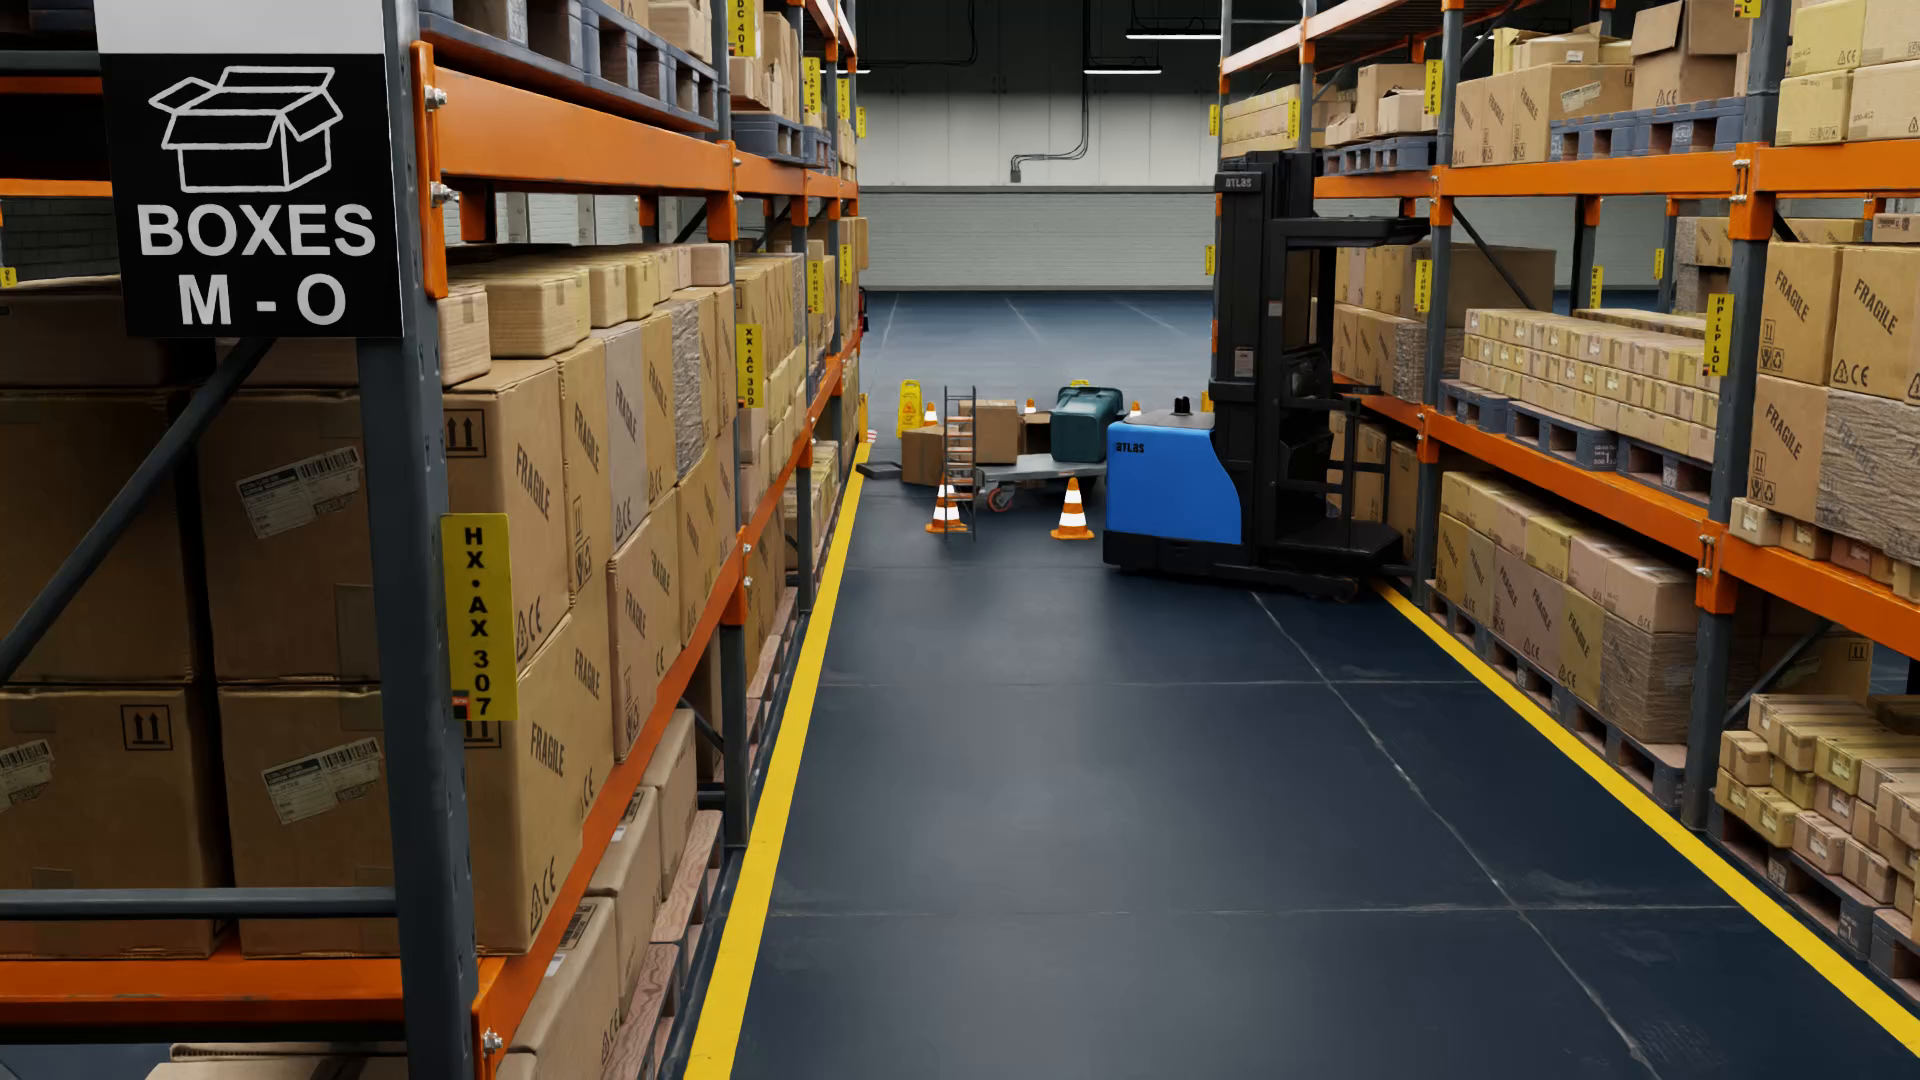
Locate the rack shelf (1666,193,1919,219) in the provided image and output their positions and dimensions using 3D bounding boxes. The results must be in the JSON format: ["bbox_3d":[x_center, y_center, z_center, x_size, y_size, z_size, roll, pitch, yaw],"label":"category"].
[{"bbox_3d":[8.329,-3.357,16.327,1.077,0.370,4.000,0,11,-1],"label":"rack shelf"}]

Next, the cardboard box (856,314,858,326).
[{"bbox_3d":[-1.283,-2.350,17.730,0.380,0.149,0.250,0,11,-2],"label":"cardboard box"}]

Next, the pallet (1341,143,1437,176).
[{"bbox_3d":[3.399,-2.774,12.120,1.003,0.211,1.213,0,11,1],"label":"pallet"}]

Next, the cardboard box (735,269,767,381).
[{"bbox_3d":[-1.132,-0.940,7.381,0.500,0.500,0.500,0,11,-1],"label":"cardboard box"}]

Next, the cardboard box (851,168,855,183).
[{"bbox_3d":[-1.295,-3.824,17.453,0.380,0.149,0.250,0,11,-1],"label":"cardboard box"}]

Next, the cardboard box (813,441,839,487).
[{"bbox_3d":[-1.524,-0.615,14.099,0.950,0.372,0.625,0,11,0],"label":"cardboard box"}]

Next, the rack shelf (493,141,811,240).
[{"bbox_3d":[-1.414,-1.726,8.288,1.077,0.370,4.000,0,11,-1],"label":"rack shelf"}]

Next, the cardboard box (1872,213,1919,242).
[{"bbox_3d":[8.247,-2.183,13.712,1.000,1.000,1.000,0,11,-1],"label":"cardboard box"}]

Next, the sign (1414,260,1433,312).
[{"bbox_3d":[2.937,-1.611,10.544,0.100,0.325,0.005,0,11,-1],"label":"sign"}]

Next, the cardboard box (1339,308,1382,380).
[{"bbox_3d":[3.180,-1.484,12.580,0.500,0.500,0.500,0,11,0],"label":"cardboard box"}]

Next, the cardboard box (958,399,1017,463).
[{"bbox_3d":[0.241,-0.961,14.633,0.500,0.500,0.500,0,11,-1],"label":"cardboard box"}]

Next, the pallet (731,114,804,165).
[{"bbox_3d":[-1.363,-2.034,8.470,1.003,0.211,1.213,0,11,1],"label":"pallet"}]

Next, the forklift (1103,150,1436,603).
[{"bbox_3d":[2.559,-1.142,11.319,3.031,2.935,1.130,7,13,29],"label":"forklift"}]

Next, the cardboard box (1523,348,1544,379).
[{"bbox_3d":[3.327,-0.972,9.131,0.380,0.149,0.250,0,11,-1],"label":"cardboard box"}]

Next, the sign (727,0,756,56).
[{"bbox_3d":[-0.818,-1.976,6.210,0.100,0.325,0.005,0,11,-1],"label":"sign"}]

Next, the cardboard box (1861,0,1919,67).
[{"bbox_3d":[3.350,-1.697,5.457,0.500,0.250,0.500,0,11,-1],"label":"cardboard box"}]

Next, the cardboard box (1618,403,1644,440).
[{"bbox_3d":[3.354,-0.563,7.867,0.380,0.149,0.250,-1,11,-4],"label":"cardboard box"}]

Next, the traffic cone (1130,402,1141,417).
[{"bbox_3d":[1.918,-1.282,18.216,0.336,0.463,0.334,0,11,-1],"label":"traffic cone"}]

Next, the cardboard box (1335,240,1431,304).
[{"bbox_3d":[3.438,-2.180,13.493,0.700,0.500,0.500,0,11,-2],"label":"cardboard box"}]

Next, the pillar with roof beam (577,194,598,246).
[{"bbox_3d":[-3.537,-8.969,34.636,9.100,9.000,0.548,0,11,-1],"label":"pillar with roof beam"}]

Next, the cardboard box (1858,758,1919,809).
[{"bbox_3d":[3.404,0.874,5.822,0.380,0.149,0.250,-1,11,-3],"label":"cardboard box"}]

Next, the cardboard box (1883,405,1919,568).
[{"bbox_3d":[3.325,-0.148,5.246,0.500,0.500,0.500,0,11,-2],"label":"cardboard box"}]

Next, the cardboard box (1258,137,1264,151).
[{"bbox_3d":[3.054,-3.768,15.867,0.380,0.149,0.250,0,11,-2],"label":"cardboard box"}]

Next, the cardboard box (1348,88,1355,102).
[{"bbox_3d":[3.730,-4.009,15.050,0.380,0.149,0.250,0,11,-2],"label":"cardboard box"}]

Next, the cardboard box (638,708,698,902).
[{"bbox_3d":[-1.467,0.964,6.151,0.875,0.438,0.875,0,11,-2],"label":"cardboard box"}]

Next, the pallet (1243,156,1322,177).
[{"bbox_3d":[3.380,-3.673,16.298,1.003,0.211,1.213,0,11,-1],"label":"pallet"}]

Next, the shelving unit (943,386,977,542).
[{"bbox_3d":[0.000,-0.591,12.954,0.258,1.200,0.189,0,11,-1],"label":"shelving unit"}]

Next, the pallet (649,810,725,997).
[{"bbox_3d":[-1.435,1.307,6.086,1.003,0.211,1.213,0,11,-1],"label":"pallet"}]

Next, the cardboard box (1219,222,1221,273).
[{"bbox_3d":[3.295,-3.166,18.026,0.875,0.550,0.550,0,11,-1],"label":"cardboard box"}]

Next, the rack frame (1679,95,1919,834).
[{"bbox_3d":[3.575,-0.252,6.754,1.000,3.000,0.127,0,11,-1],"label":"rack frame"}]

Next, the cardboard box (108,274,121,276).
[{"bbox_3d":[-1.580,-0.495,3.557,0.380,0.149,0.250,0,11,0],"label":"cardboard box"}]

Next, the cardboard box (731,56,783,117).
[{"bbox_3d":[-1.060,-2.186,8.026,0.396,0.266,0.258,1,11,4],"label":"cardboard box"}]

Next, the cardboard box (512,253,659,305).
[{"bbox_3d":[-1.085,-0.754,4.832,0.380,0.149,0.250,0,11,-2],"label":"cardboard box"}]

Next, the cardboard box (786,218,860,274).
[{"bbox_3d":[-1.302,-2.776,15.684,0.700,0.500,0.500,0,11,-2],"label":"cardboard box"}]

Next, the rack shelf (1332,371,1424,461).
[{"bbox_3d":[3.451,-1.092,12.705,1.077,0.370,4.000,0,11,-1],"label":"rack shelf"}]

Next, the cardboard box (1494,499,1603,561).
[{"bbox_3d":[3.272,-0.058,9.143,0.500,0.250,0.500,0,11,-1],"label":"cardboard box"}]

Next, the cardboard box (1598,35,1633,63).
[{"bbox_3d":[3.786,-2.760,9.396,0.396,0.266,0.258,0,11,-1],"label":"cardboard box"}]

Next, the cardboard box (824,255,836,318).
[{"bbox_3d":[-1.299,-2.111,13.865,0.500,0.500,0.500,0,11,-2],"label":"cardboard box"}]

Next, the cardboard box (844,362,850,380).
[{"bbox_3d":[-1.235,-1.591,15.697,0.380,0.149,0.250,0,11,1],"label":"cardboard box"}]

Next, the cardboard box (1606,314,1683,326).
[{"bbox_3d":[3.969,-1.223,9.624,0.380,0.149,0.250,0,11,1],"label":"cardboard box"}]

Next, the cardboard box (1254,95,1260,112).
[{"bbox_3d":[3.051,-4.208,16.029,0.380,0.149,0.250,0,11,0],"label":"cardboard box"}]

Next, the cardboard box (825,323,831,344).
[{"bbox_3d":[-1.213,-1.629,13.118,0.380,0.149,0.250,0,11,-1],"label":"cardboard box"}]

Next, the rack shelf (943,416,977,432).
[{"bbox_3d":[0.000,-0.900,12.891,0.258,0.103,0.180,0,11,-1],"label":"rack shelf"}]

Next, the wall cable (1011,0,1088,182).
[{"bbox_3d":[2.663,-13.630,49.059,2.305,6.003,0.169,0,11,-1],"label":"wall cable"}]

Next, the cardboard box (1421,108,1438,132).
[{"bbox_3d":[3.260,-2.775,10.929,0.380,0.166,0.250,0,11,-1],"label":"cardboard box"}]

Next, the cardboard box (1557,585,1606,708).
[{"bbox_3d":[3.297,0.520,8.184,0.500,0.500,0.500,-1,11,-2],"label":"cardboard box"}]

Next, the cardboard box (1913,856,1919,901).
[{"bbox_3d":[3.325,1.125,5.338,0.380,0.149,0.250,0,11,-2],"label":"cardboard box"}]

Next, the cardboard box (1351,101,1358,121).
[{"bbox_3d":[3.679,-3.737,14.713,0.500,0.250,0.500,0,11,-1],"label":"cardboard box"}]

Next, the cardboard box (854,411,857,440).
[{"bbox_3d":[-1.332,-1.192,17.250,0.500,0.250,0.500,0,11,-1],"label":"cardboard box"}]

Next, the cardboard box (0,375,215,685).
[{"bbox_3d":[-1.538,-0.050,2.994,0.500,0.500,0.500,0,11,1],"label":"cardboard box"}]

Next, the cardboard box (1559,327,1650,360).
[{"bbox_3d":[3.338,-1.017,8.609,0.380,0.149,0.250,0,11,-2],"label":"cardboard box"}]

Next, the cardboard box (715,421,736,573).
[{"bbox_3d":[-1.107,-0.169,6.096,0.500,0.500,0.500,0,11,-1],"label":"cardboard box"}]

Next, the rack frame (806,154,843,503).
[{"bbox_3d":[-1.538,-1.801,14.394,1.000,3.000,0.127,0,11,-1],"label":"rack frame"}]

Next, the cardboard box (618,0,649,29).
[{"bbox_3d":[-1.312,-1.719,4.874,0.797,0.503,0.637,1,11,3],"label":"cardboard box"}]

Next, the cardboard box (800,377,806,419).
[{"bbox_3d":[-1.185,-0.833,9.999,0.500,0.250,0.500,-1,11,-3],"label":"cardboard box"}]

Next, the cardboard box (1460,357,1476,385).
[{"bbox_3d":[3.299,-1.040,10.215,0.380,0.149,0.250,0,11,-2],"label":"cardboard box"}]

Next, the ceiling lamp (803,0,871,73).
[{"bbox_3d":[-3.261,-13.449,42.036,2.000,3.185,0.800,0,11,-1],"label":"ceiling lamp"}]
